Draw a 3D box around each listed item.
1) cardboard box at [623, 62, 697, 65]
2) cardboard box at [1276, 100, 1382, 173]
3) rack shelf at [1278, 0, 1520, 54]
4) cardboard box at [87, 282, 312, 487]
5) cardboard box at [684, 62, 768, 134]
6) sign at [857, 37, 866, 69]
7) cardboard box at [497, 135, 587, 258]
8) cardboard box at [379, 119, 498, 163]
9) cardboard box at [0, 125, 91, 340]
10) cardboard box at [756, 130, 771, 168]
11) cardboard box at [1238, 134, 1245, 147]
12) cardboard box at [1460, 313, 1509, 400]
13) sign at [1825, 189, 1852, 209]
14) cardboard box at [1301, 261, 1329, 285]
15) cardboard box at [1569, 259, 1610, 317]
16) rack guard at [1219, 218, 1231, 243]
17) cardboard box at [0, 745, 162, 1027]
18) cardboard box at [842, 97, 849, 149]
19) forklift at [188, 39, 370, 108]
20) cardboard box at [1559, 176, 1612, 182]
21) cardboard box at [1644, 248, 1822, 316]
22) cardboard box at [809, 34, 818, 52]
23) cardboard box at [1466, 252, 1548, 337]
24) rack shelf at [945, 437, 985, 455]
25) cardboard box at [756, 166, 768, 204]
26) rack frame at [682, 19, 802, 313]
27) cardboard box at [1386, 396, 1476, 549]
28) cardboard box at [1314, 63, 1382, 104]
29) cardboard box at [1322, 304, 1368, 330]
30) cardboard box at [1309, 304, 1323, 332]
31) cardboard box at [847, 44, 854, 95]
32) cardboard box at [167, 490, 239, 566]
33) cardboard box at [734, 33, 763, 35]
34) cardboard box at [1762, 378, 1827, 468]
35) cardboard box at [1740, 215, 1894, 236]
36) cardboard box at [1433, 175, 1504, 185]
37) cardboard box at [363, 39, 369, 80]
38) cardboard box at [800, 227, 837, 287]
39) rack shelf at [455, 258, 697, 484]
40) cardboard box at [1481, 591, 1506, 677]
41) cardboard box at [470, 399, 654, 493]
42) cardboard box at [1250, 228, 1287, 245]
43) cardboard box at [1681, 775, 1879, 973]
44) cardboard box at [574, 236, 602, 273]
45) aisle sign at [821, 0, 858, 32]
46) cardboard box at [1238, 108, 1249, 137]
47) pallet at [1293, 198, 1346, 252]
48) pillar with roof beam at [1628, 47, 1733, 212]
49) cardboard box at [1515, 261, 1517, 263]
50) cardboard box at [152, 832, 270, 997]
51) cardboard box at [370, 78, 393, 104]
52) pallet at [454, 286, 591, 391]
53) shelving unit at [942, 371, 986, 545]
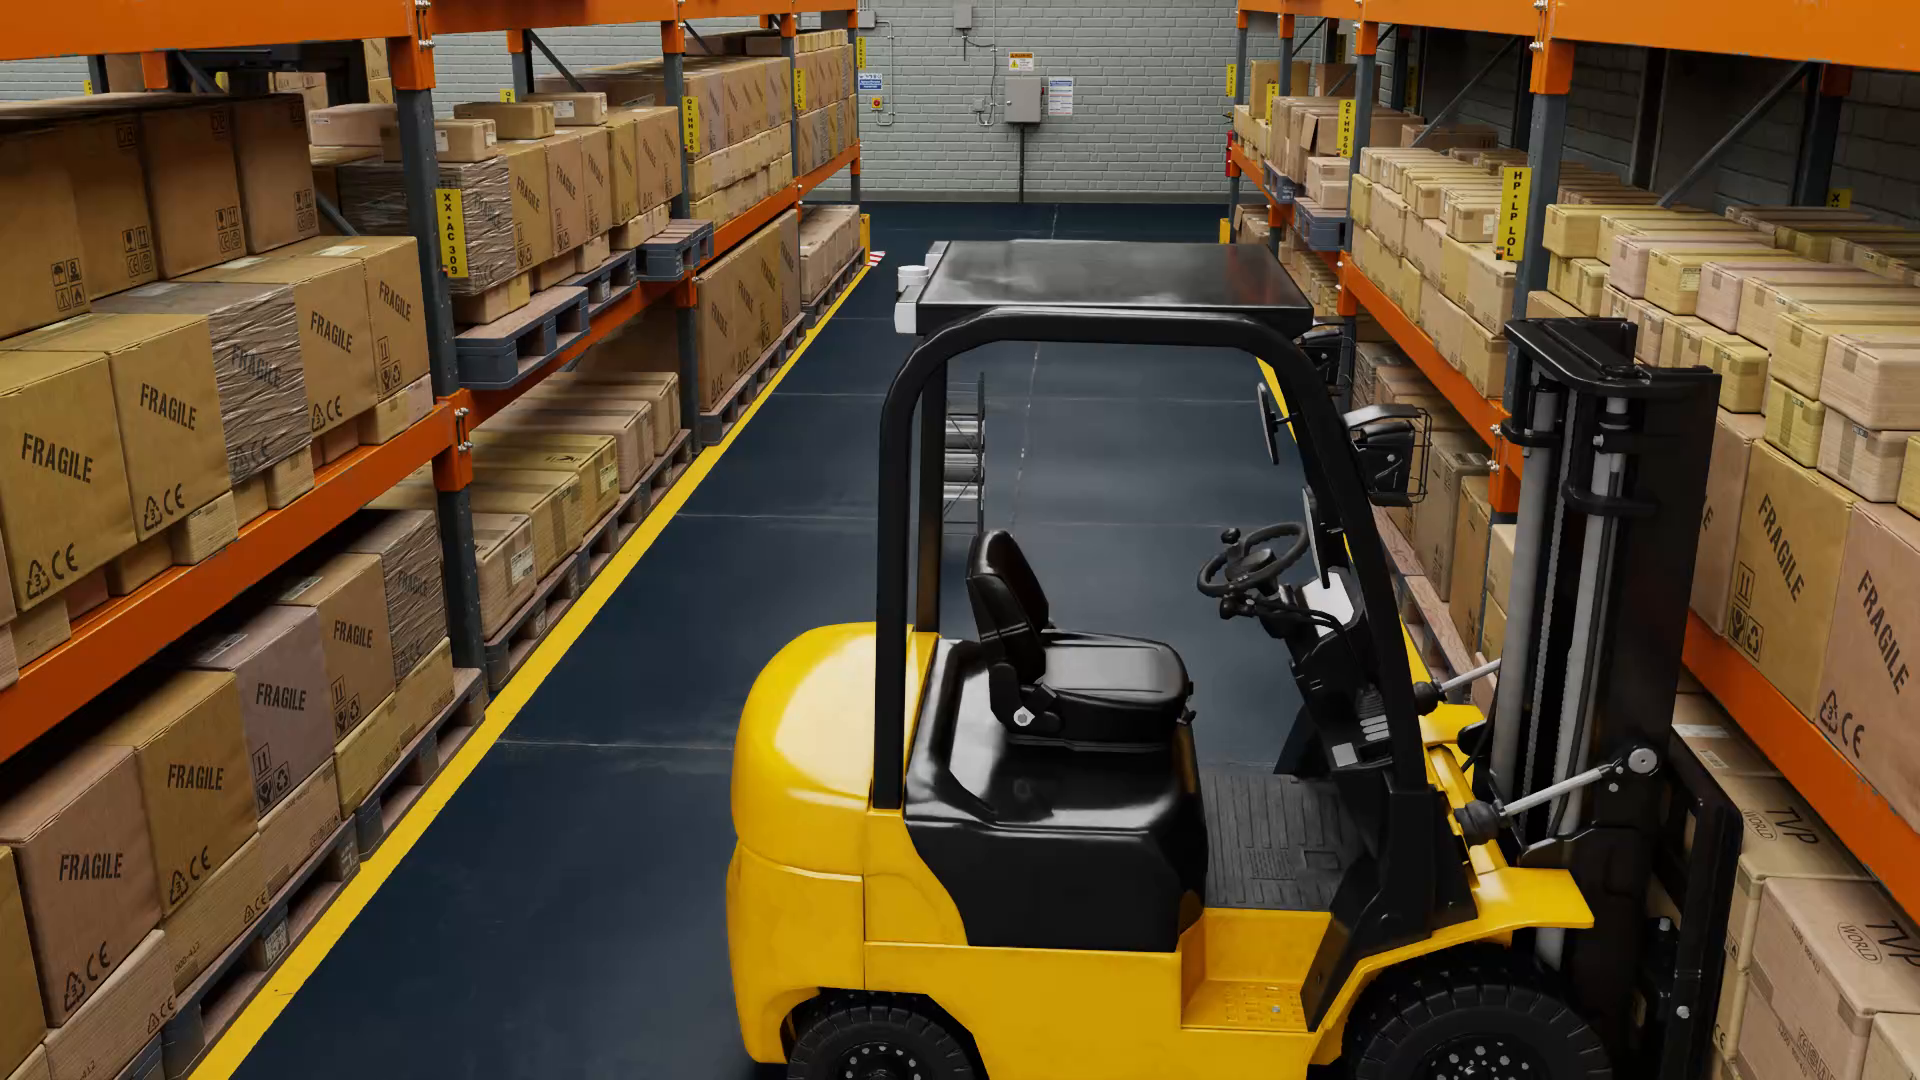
[{"bbox_3d":[-2.235,-3.306,12.428,0.500,0.500,0.500,1,18,3],"label":"cardboard box"},{"bbox_3d":[2.787,-3.059,12.607,0.700,0.500,0.500,1,18,5],"label":"cardboard box"},{"bbox_3d":[2.939,-3.581,11.371,1.077,0.370,4.000,1,18,4],"label":"rack shelf"},{"bbox_3d":[-2.289,-0.467,4.893,0.500,0.500,0.500,2,18,5],"label":"cardboard box"},{"bbox_3d":[-1.736,-3.288,12.374,0.500,0.500,0.500,2,18,6],"label":"cardboard box"},{"bbox_3d":[-1.042,-5.116,17.480,0.100,0.325,0.005,1,18,4],"label":"sign"},{"bbox_3d":[-2.039,-1.580,7.614,0.500,0.500,0.500,1,18,4],"label":"cardboard box"},{"bbox_3d":[-2.056,-1.578,6.567,0.380,0.149,0.250,1,18,4],"label":"cardboard box"},{"bbox_3d":[-2.759,-0.798,4.297,0.700,0.500,0.500,1,18,4],"label":"cardboard box"},{"bbox_3d":[-1.718,-2.935,12.502,0.500,0.250,0.500,2,18,5],"label":"cardboard box"},{"bbox_3d":[3.072,-4.145,17.159,0.380,0.149,0.250,1,18,3],"label":"cardboard box"},{"bbox_3d":[2.284,-0.725,6.558,0.500,0.250,0.500,2,18,5],"label":"cardboard box"},{"bbox_3d":[3.062,-1.071,5.856,0.100,0.325,0.005,1,18,4],"label":"sign"},{"bbox_3d":[2.780,-2.003,12.516,0.380,0.149,0.250,1,18,4],"label":"cardboard box"},{"bbox_3d":[2.206,-0.816,5.393,0.380,0.149,0.250,2,18,5],"label":"cardboard box"},{"bbox_3d":[3.363,-3.149,17.730,1.175,0.500,0.348,1,18,4],"label":"rack guard"},{"bbox_3d":[-2.361,0.836,4.092,0.500,0.500,0.500,1,18,2],"label":"cardboard box"},{"bbox_3d":[-1.404,-4.206,16.782,0.500,0.500,0.500,1,18,3],"label":"cardboard box"},{"bbox_3d":[-4.648,-2.316,11.283,1.130,2.935,3.031,2,18,6],"label":"forklift"},{"bbox_3d":[2.883,-1.649,7.935,0.380,0.149,0.250,2,18,5],"label":"cardboard box"},{"bbox_3d":[2.139,-0.717,4.613,0.380,0.149,0.250,1,18,3],"label":"cardboard box"},{"bbox_3d":[-1.482,-4.469,14.936,0.380,0.149,0.250,1,18,2],"label":"cardboard box"},{"bbox_3d":[2.289,-0.958,6.467,0.500,0.250,0.500,1,18,3],"label":"cardboard box"},{"bbox_3d":[0.001,-0.484,8.773,0.258,0.077,0.200,1,18,4],"label":"rack shelf"},{"bbox_3d":[-1.743,-2.697,12.578,0.500,0.250,0.500,1,18,2],"label":"cardboard box"},{"bbox_3d":[-1.869,-3.228,13.956,1.000,3.000,0.127,1,18,4],"label":"rack frame"},{"bbox_3d":[2.650,-0.341,8.286,0.875,0.625,0.625,1,18,2],"label":"cardboard box"},{"bbox_3d":[3.454,-4.001,14.875,0.500,0.500,0.500,1,18,2],"label":"cardboard box"},{"bbox_3d":[2.567,-1.440,10.799,0.380,0.149,0.250,0,18,1],"label":"cardboard box"},{"bbox_3d":[2.692,-1.341,11.540,0.500,0.500,0.500,2,18,6],"label":"cardboard box"},{"bbox_3d":[-1.379,-4.838,17.103,0.500,0.500,0.500,2,18,6],"label":"cardboard box"},{"bbox_3d":[-2.262,-0.042,4.637,0.380,0.149,0.250,1,18,4],"label":"cardboard box"},{"bbox_3d":[-2.010,-4.557,15.205,0.380,0.149,0.250,1,18,3],"label":"cardboard box"},{"bbox_3d":[2.035,-0.260,3.696,0.380,0.149,0.250,1,18,4],"label":"cardboard box"},{"bbox_3d":[2.728,-0.948,5.318,0.380,0.149,0.250,1,18,2],"label":"cardboard box"},{"bbox_3d":[2.474,-1.655,7.955,0.380,0.149,0.250,1,18,4],"label":"cardboard box"},{"bbox_3d":[-6.348,-4.908,16.841,0.500,0.500,0.500,1,18,2],"label":"cardboard box"},{"bbox_3d":[-1.654,-2.680,15.726,0.875,0.438,0.875,1,18,2],"label":"cardboard box"},{"bbox_3d":[-2.299,-1.022,8.381,1.077,0.370,4.000,1,18,4],"label":"rack shelf"},{"bbox_3d":[2.166,0.379,5.886,0.500,0.250,0.500,1,18,4],"label":"cardboard box"},{"bbox_3d":[-2.251,-0.532,9.274,0.950,0.372,0.625,1,18,3],"label":"cardboard box"},{"bbox_3d":[3.056,-2.597,15.372,0.700,0.500,0.500,1,18,2],"label":"cardboard box"},{"bbox_3d":[2.001,0.775,3.876,0.500,0.250,0.500,2,18,5],"label":"cardboard box"},{"bbox_3d":[-1.967,-1.392,8.083,0.380,0.149,0.250,2,18,6],"label":"cardboard box"},{"bbox_3d":[-1.268,-5.721,17.390,0.394,0.787,0.004,1,18,4],"label":"aisle sign"},{"bbox_3d":[3.032,-4.139,16.501,0.500,0.250,0.500,1,18,5],"label":"cardboard box"},{"bbox_3d":[2.774,-1.997,10.508,1.213,0.211,1.003,1,18,4],"label":"pallet"},{"bbox_3d":[-0.693,-4.398,7.892,9.100,9.000,0.400,1,18,4],"label":"pillar with roof beam"},{"bbox_3d":[2.312,-1.100,6.261,0.380,0.149,0.250,2,18,6],"label":"cardboard box"},{"bbox_3d":[-2.325,1.034,4.692,0.500,0.250,0.500,3,18,8],"label":"cardboard box"},{"bbox_3d":[-6.302,-4.593,17.484,0.500,0.500,0.500,2,18,5],"label":"cardboard box"},{"bbox_3d":[-2.243,-0.886,7.118,1.003,0.211,1.213,1,18,4],"label":"pallet"},{"bbox_3d":[0.001,-0.430,8.791,0.258,0.900,0.210,1,18,4],"label":"shelving unit"}]
